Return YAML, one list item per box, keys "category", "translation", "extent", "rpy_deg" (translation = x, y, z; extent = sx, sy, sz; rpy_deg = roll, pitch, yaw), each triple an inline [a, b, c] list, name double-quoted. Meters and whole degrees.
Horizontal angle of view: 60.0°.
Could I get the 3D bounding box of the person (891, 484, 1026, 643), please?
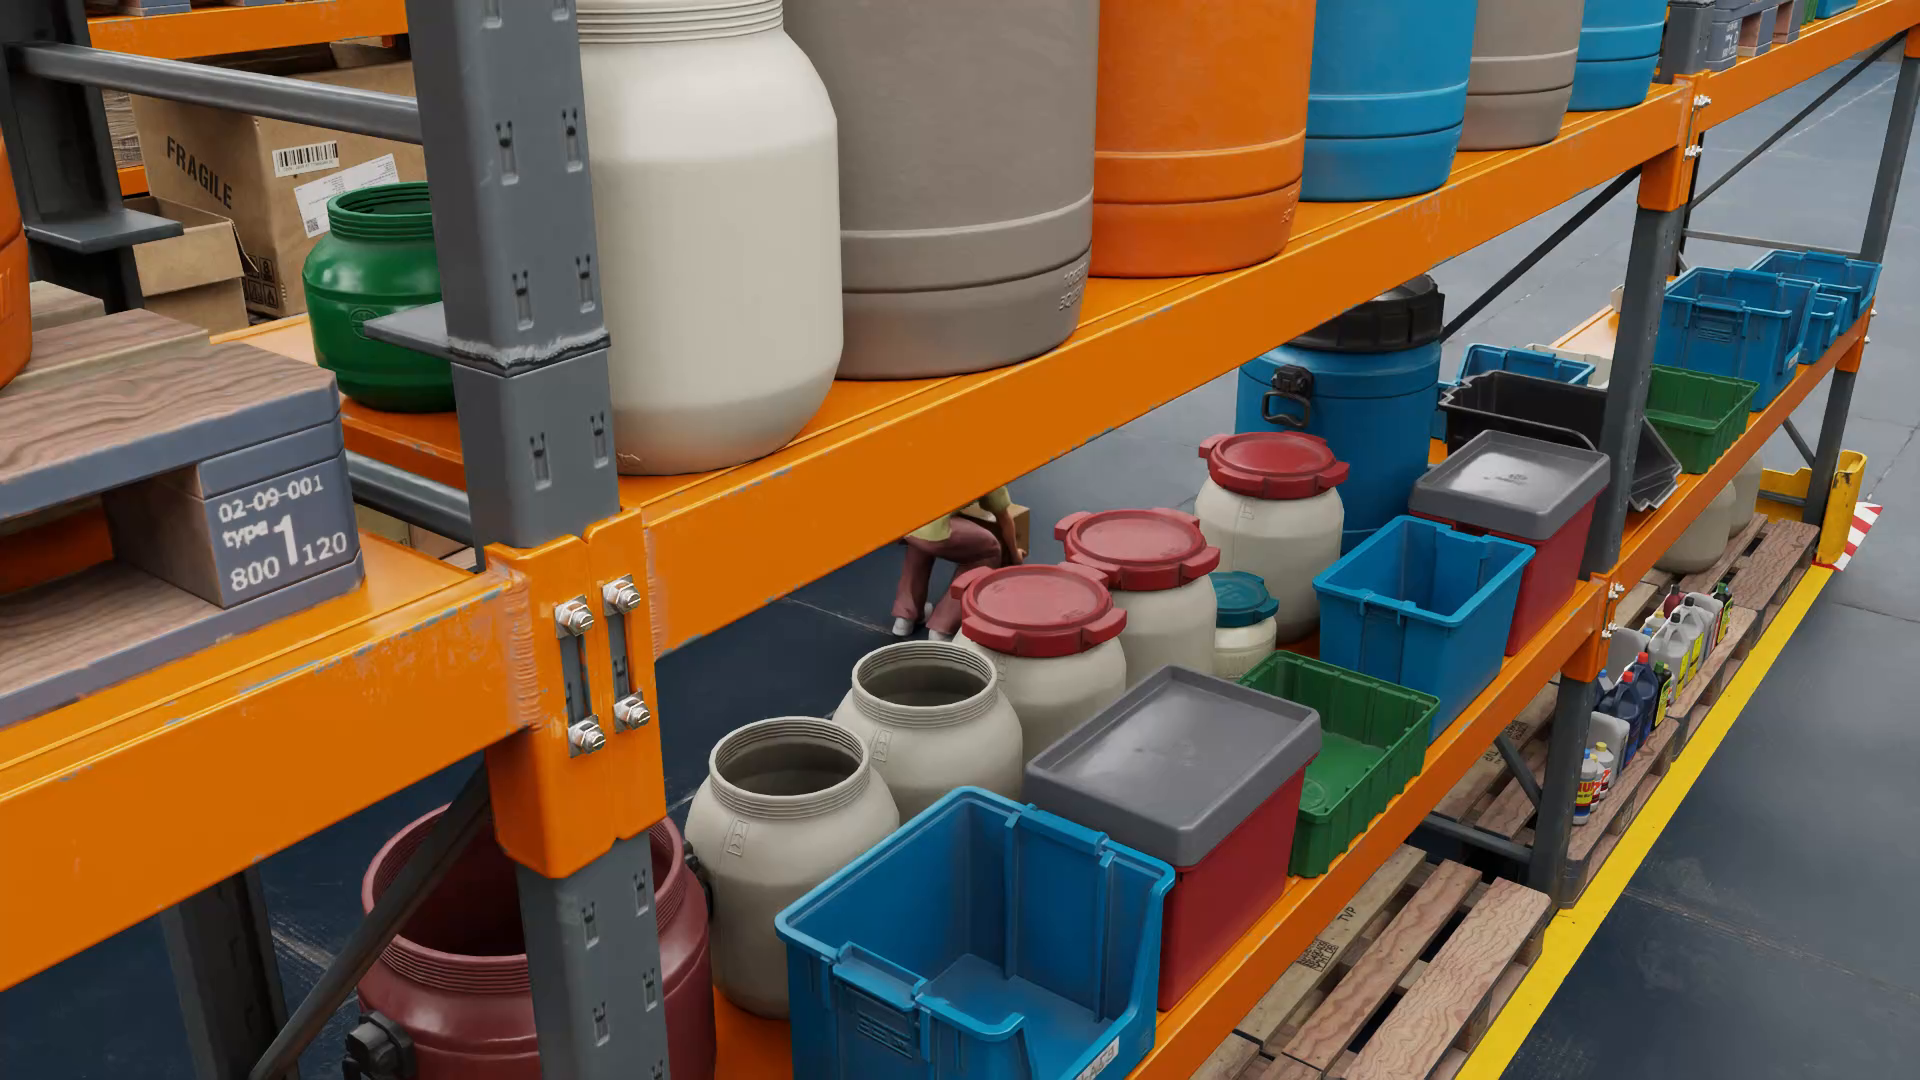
- category: "person"
  translation: [-0.033, -0.066, 7.648]
  extent: [0.474, 0.957, 0.863]
  rpy_deg: [15, 28, 31]
